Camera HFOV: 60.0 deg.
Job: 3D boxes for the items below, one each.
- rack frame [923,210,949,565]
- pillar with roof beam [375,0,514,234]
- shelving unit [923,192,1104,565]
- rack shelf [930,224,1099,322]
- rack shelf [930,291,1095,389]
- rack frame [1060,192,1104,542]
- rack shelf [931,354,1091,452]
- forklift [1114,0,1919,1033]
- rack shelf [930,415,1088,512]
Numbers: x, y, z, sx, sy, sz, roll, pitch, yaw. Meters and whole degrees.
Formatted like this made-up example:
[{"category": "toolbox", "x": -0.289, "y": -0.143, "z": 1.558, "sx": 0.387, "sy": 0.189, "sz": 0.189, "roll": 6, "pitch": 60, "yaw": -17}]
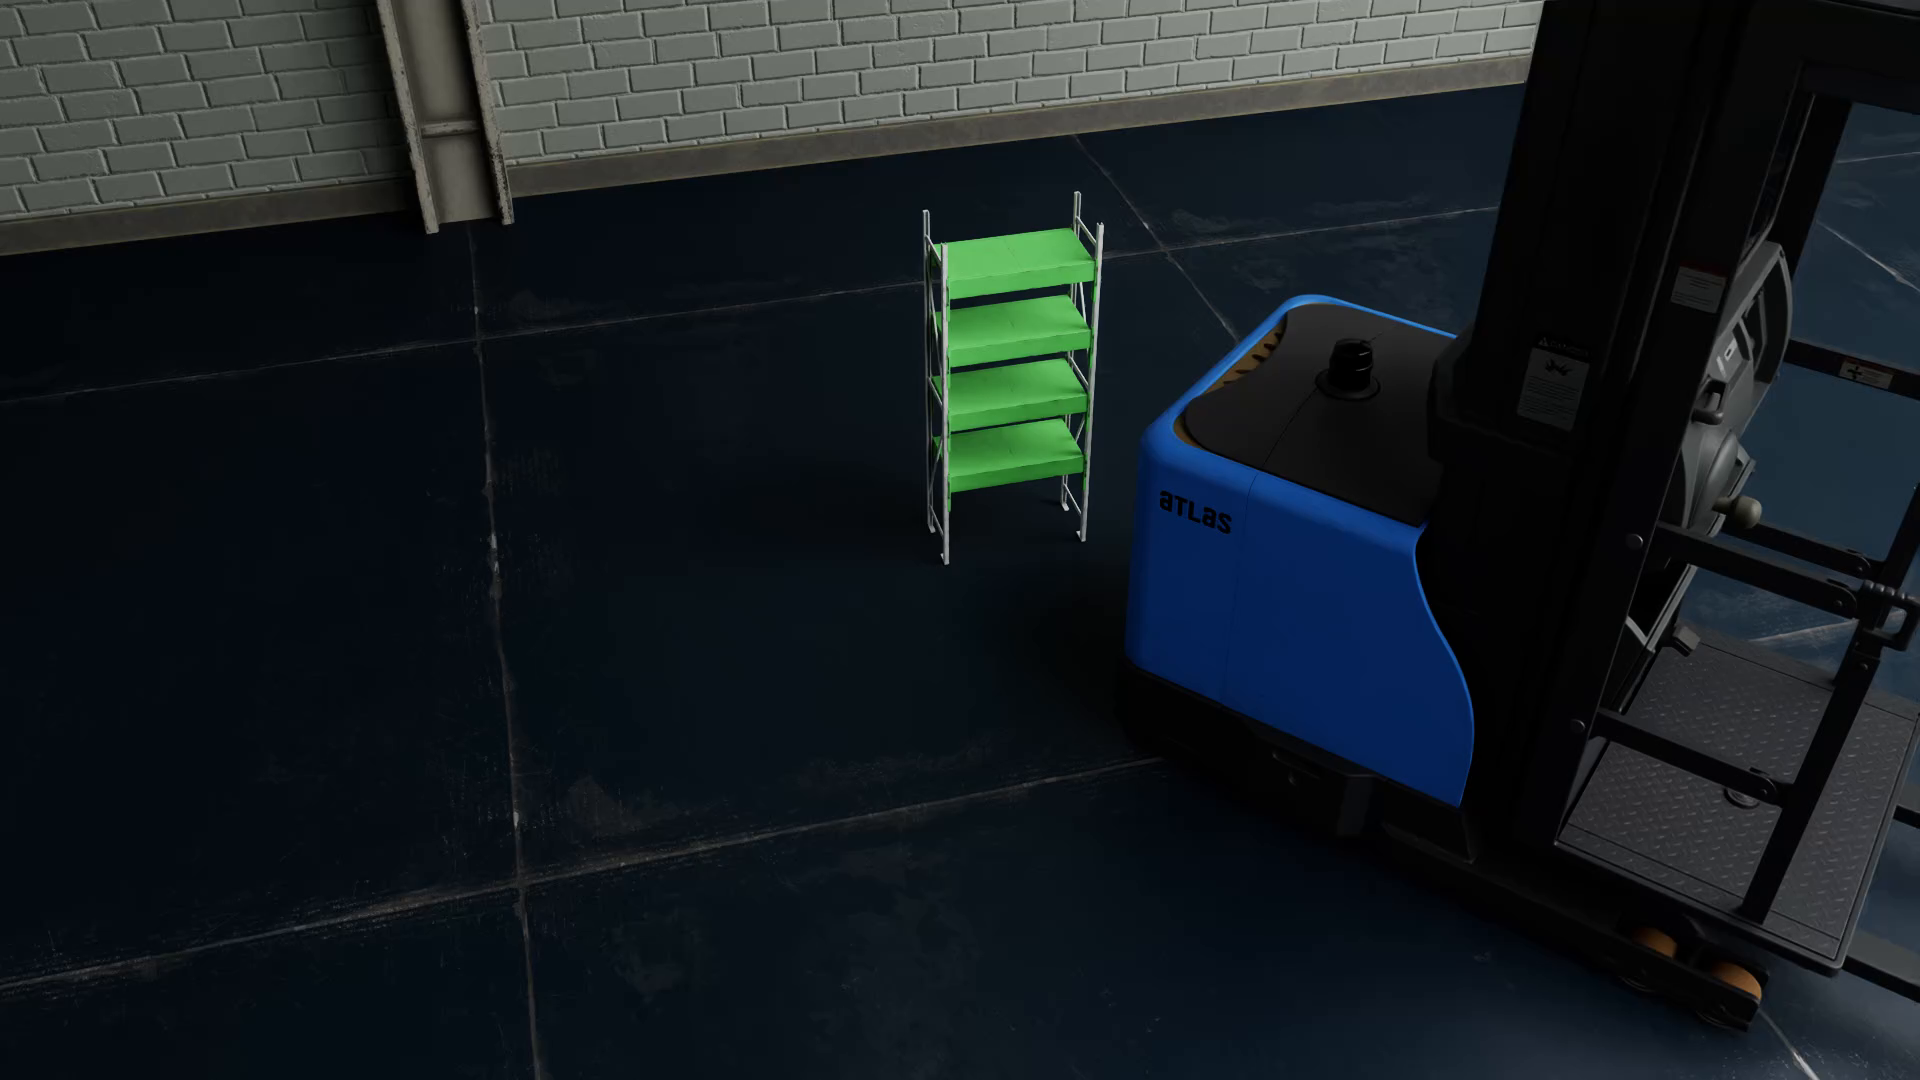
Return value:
[{"category": "rack frame", "x": -0.076, "y": -0.464, "z": 5.369, "sx": 0.015, "sy": 1.200, "sz": 0.240, "roll": -9, "pitch": 38, "yaw": -12}, {"category": "pillar with roof beam", "x": -1.161, "y": -2.566, "z": 1.698, "sx": 0.400, "sy": 9.000, "sz": 9.100, "roll": -9, "pitch": 38, "yaw": -12}, {"category": "shelving unit", "x": 0.160, "y": -0.503, "z": 5.420, "sx": 0.503, "sy": 1.200, "sz": 0.258, "roll": -9, "pitch": 38, "yaw": -12}, {"category": "rack shelf", "x": 0.160, "y": -0.833, "z": 5.167, "sx": 0.480, "sy": 0.148, "sz": 0.258, "roll": -9, "pitch": 38, "yaw": -12}, {"category": "rack shelf", "x": 0.160, "y": -0.643, "z": 5.313, "sx": 0.480, "sy": 0.148, "sz": 0.258, "roll": -9, "pitch": 38, "yaw": -12}, {"category": "rack frame", "x": 0.395, "y": -0.541, "z": 5.470, "sx": 0.015, "sy": 1.200, "sz": 0.240, "roll": -9, "pitch": 38, "yaw": -12}, {"category": "rack shelf", "x": 0.160, "y": -0.452, "z": 5.459, "sx": 0.480, "sy": 0.148, "sz": 0.258, "roll": -9, "pitch": 38, "yaw": -12}, {"category": "forklift", "x": 1.960, "y": -0.317, "z": 3.751, "sx": 3.031, "sy": 2.935, "sz": 1.130, "roll": 23, "pitch": 43, "yaw": 27}, {"category": "rack shelf", "x": 0.160, "y": -0.261, "z": 5.604, "sx": 0.480, "sy": 0.148, "sz": 0.258, "roll": -9, "pitch": 38, "yaw": -12}]
